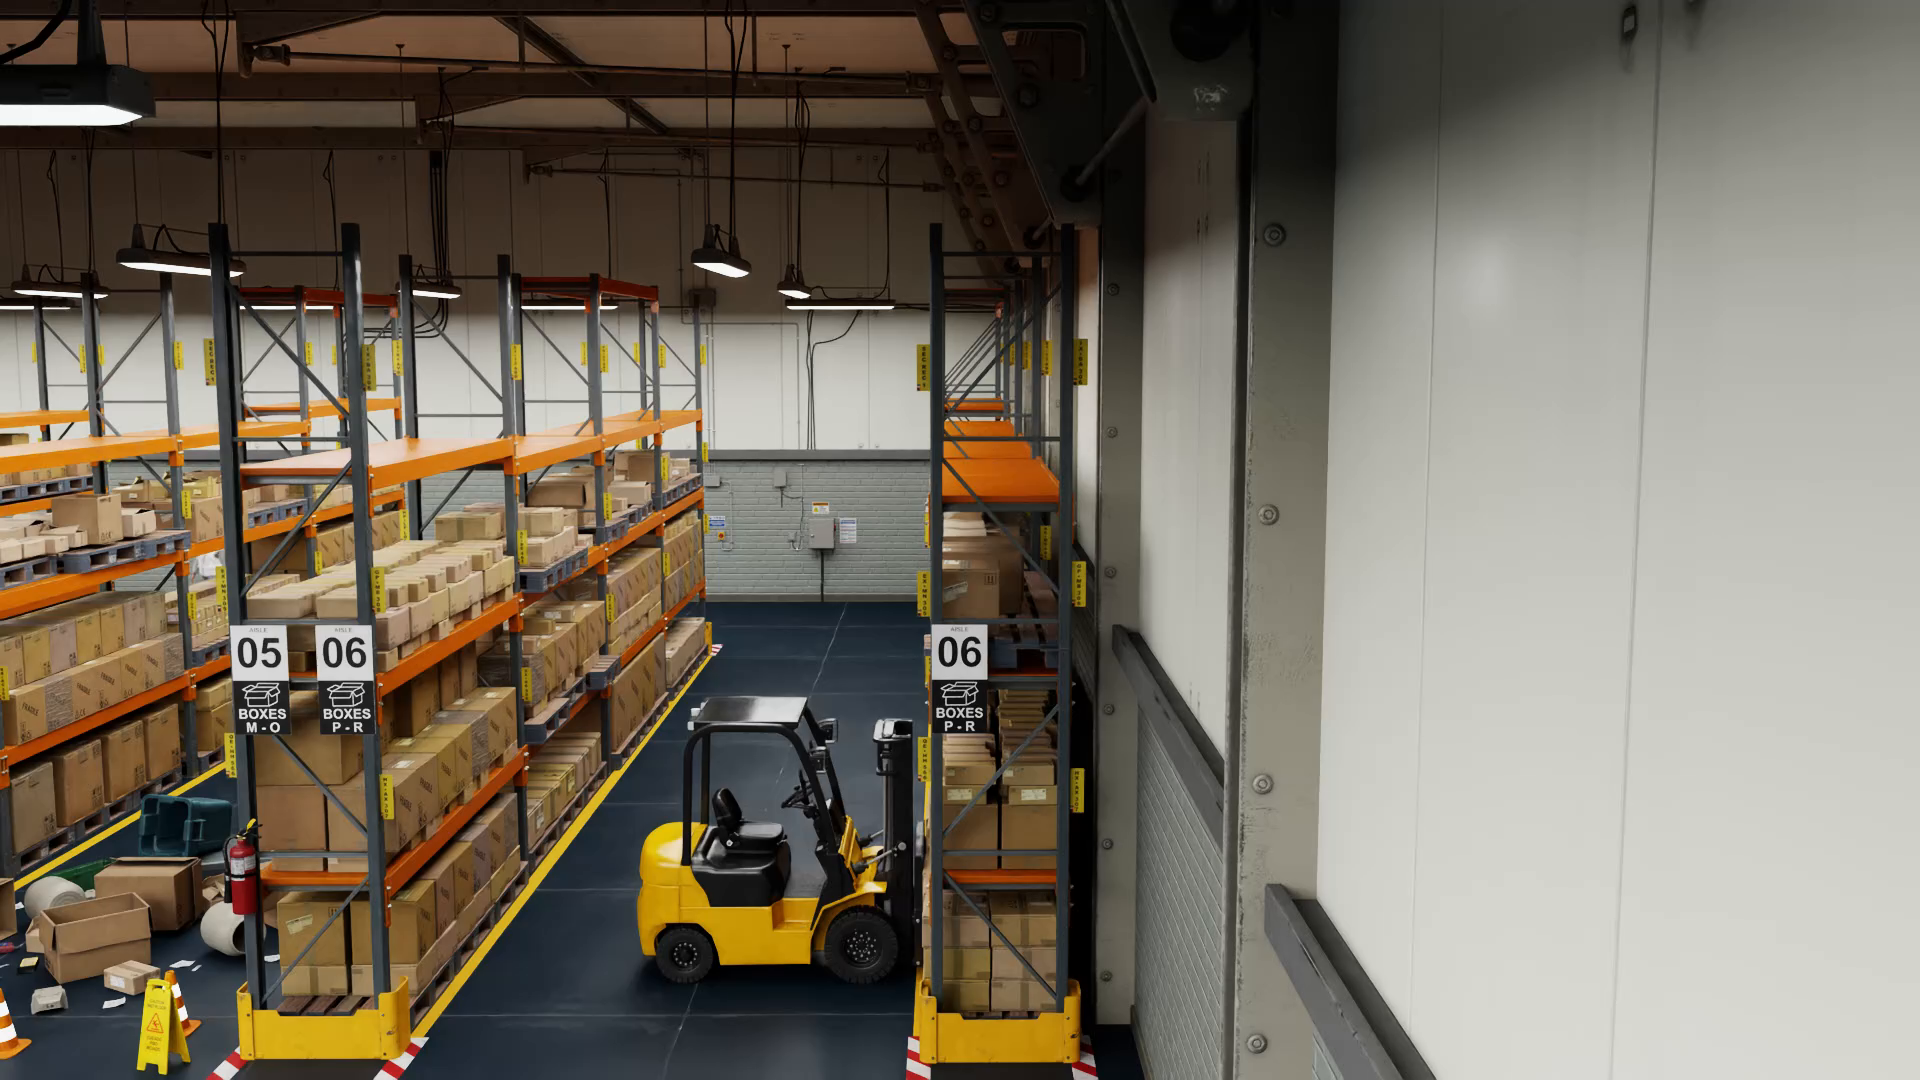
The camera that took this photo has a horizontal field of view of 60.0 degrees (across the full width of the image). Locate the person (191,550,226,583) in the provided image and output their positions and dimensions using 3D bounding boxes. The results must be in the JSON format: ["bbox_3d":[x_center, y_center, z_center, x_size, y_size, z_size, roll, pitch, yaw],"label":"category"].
[{"bbox_3d":[-14.153,0.637,31.404,0.503,1.723,1.090,4,8,31],"label":"person"}]
